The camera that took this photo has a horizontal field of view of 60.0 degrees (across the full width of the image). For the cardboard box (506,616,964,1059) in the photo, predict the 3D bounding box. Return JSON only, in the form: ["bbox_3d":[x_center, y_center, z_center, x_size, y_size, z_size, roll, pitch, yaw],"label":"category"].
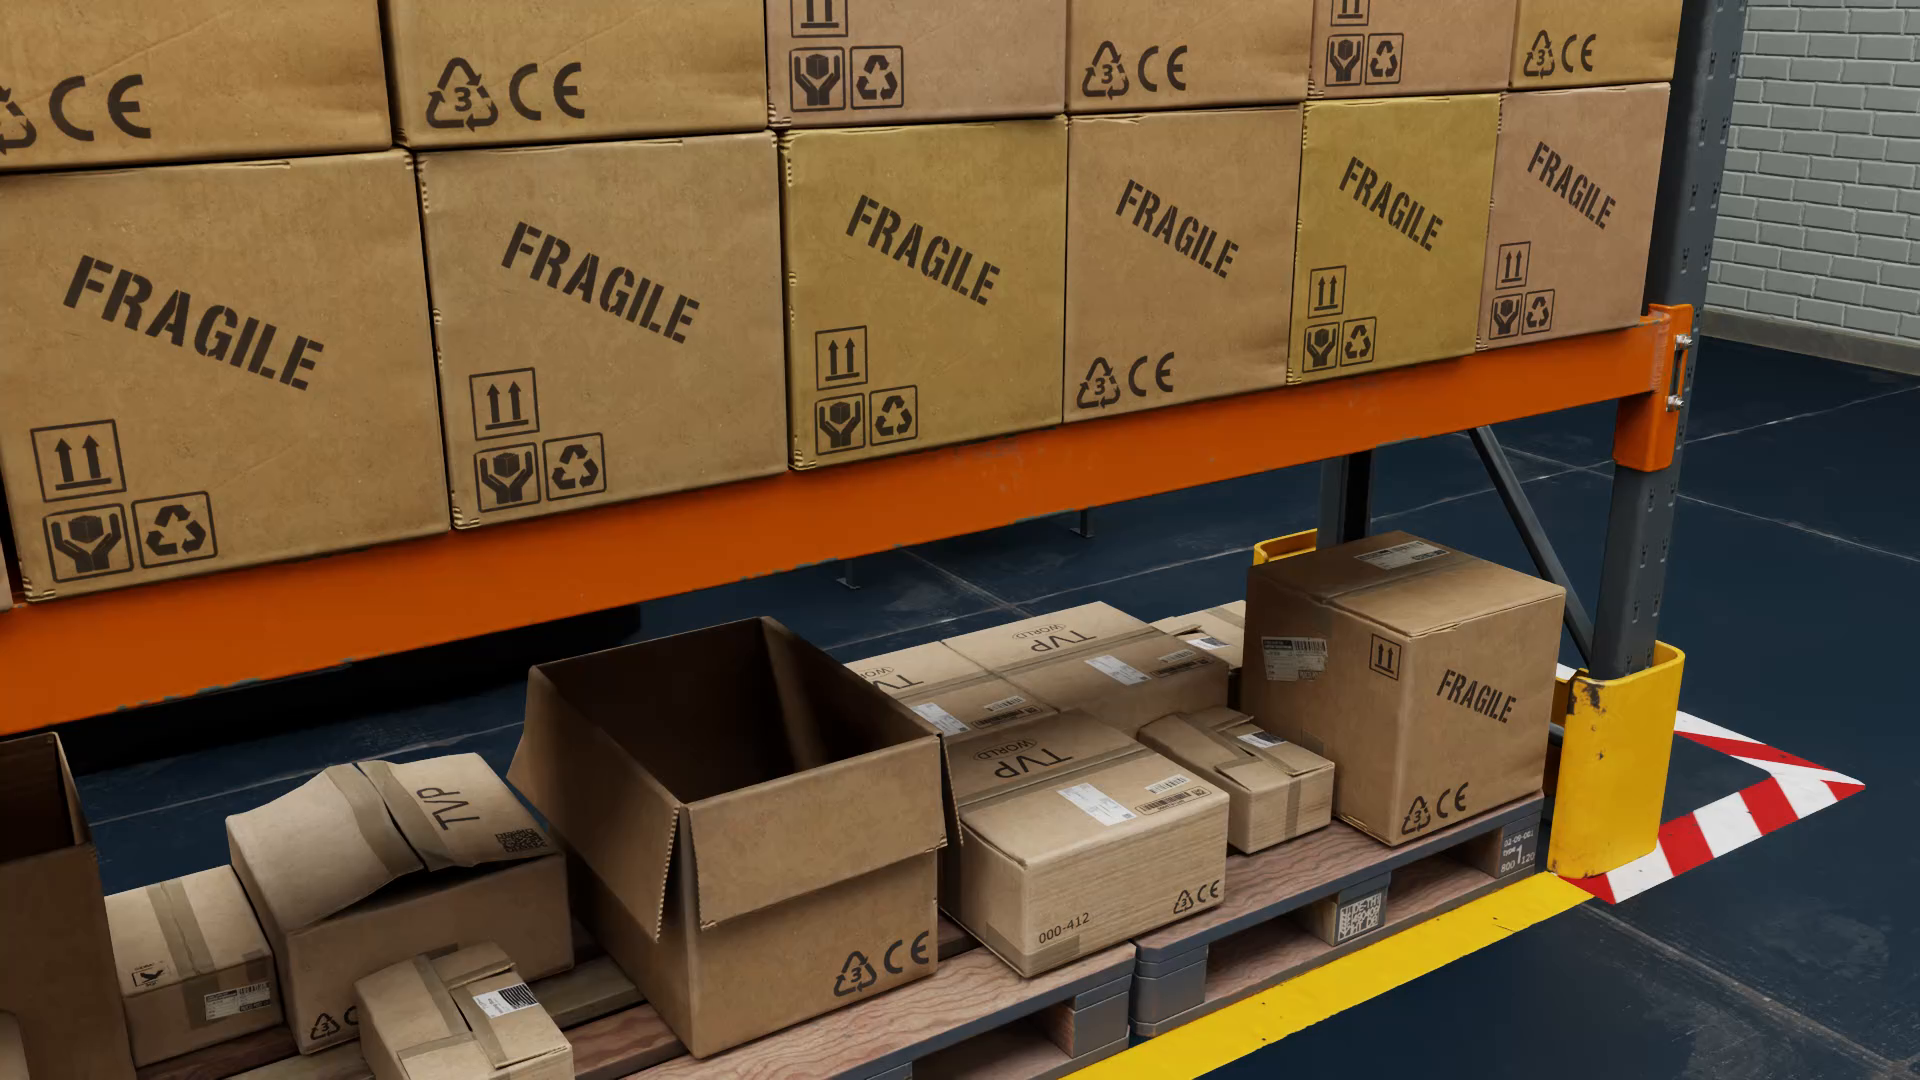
[{"bbox_3d":[-0.453,0.528,3.209,0.637,0.503,0.797,-12,22,-31],"label":"cardboard box"}]

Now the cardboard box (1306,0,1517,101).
[{"bbox_3d":[0.680,-1.098,3.091,0.500,0.500,0.500,-11,22,-30],"label":"cardboard box"}]

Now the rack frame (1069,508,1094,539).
[{"bbox_3d":[0.353,-0.785,6.225,0.032,1.500,0.500,-12,22,-31],"label":"rack frame"}]

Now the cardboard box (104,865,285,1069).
[{"bbox_3d":[-1.419,0.770,3.047,0.250,0.149,0.380,-12,22,-31],"label":"cardboard box"}]

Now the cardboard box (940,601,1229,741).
[{"bbox_3d":[0.294,0.384,4.031,0.500,0.250,0.500,-12,22,-31],"label":"cardboard box"}]

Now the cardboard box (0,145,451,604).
[{"bbox_3d":[-1.018,-0.269,2.200,0.500,0.500,0.500,-11,22,-30],"label":"cardboard box"}]

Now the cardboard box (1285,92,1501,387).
[{"bbox_3d":[0.666,-0.621,3.243,0.500,0.500,0.500,-12,22,-31],"label":"cardboard box"}]

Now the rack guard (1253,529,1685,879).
[{"bbox_3d":[1.258,0.380,4.342,0.348,0.500,1.175,-12,22,-31],"label":"rack guard"}]

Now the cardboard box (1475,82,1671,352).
[{"bbox_3d":[1.097,-0.714,3.516,0.500,0.500,0.500,-11,22,-30],"label":"cardboard box"}]

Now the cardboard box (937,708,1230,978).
[{"bbox_3d":[0.193,0.597,3.401,0.500,0.250,0.500,-12,22,-31],"label":"cardboard box"}]

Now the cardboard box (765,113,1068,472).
[{"bbox_3d":[-0.175,-0.446,2.725,0.500,0.500,0.500,-12,22,-32],"label":"cardboard box"}]

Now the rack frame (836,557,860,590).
[{"bbox_3d":[-0.496,-0.606,5.695,0.032,1.500,0.500,-12,22,-31],"label":"rack frame"}]

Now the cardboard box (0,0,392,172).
[{"bbox_3d":[-1.040,-0.733,2.013,0.500,0.500,0.500,-13,22,-33],"label":"cardboard box"}]

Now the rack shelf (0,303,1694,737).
[{"bbox_3d":[-0.349,-0.125,3.054,4.000,0.370,1.077,-12,22,-31],"label":"rack shelf"}]

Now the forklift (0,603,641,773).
[{"bbox_3d":[-2.531,-0.932,4.424,3.031,2.935,1.130,-11,21,-29],"label":"forklift"}]

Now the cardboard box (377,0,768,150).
[{"bbox_3d":[-0.611,-0.824,2.280,0.500,0.500,0.500,-13,22,-33],"label":"cardboard box"}]

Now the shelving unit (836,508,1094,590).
[{"bbox_3d":[-0.071,-0.695,5.960,1.048,1.500,0.538,-12,22,-31],"label":"shelving unit"}]

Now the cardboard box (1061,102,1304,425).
[{"bbox_3d":[0.246,-0.535,2.987,0.500,0.500,0.500,-12,22,-31],"label":"cardboard box"}]

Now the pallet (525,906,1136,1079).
[{"bbox_3d":[-0.425,0.871,3.340,1.213,0.211,1.003,-12,22,-31],"label":"pallet"}]

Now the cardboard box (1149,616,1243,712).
[{"bbox_3d":[0.574,0.342,4.288,0.250,0.166,0.380,-12,22,-31],"label":"cardboard box"}]

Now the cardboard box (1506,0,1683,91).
[{"bbox_3d":[1.101,-1.187,3.355,0.500,0.500,0.500,-12,22,-32],"label":"cardboard box"}]

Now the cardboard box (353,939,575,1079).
[{"bbox_3d":[-0.833,0.849,2.786,0.250,0.166,0.380,-12,22,-31],"label":"cardboard box"}]

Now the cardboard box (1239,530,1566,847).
[{"bbox_3d":[1.003,0.319,3.832,0.500,0.500,0.500,-12,22,-31],"label":"cardboard box"}]

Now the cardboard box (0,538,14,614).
[{"bbox_3d":[-1.444,-0.178,1.931,0.500,0.500,0.500,-11,22,-30],"label":"cardboard box"}]

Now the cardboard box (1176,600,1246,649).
[{"bbox_3d":[0.783,0.306,4.421,0.250,0.149,0.380,-12,22,-31],"label":"cardboard box"}]

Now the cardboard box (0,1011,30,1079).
[{"bbox_3d":[-1.550,0.936,2.304,0.500,0.311,0.500,-12,22,-31],"label":"cardboard box"}]

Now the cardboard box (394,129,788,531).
[{"bbox_3d":[-0.599,-0.356,2.459,0.500,0.500,0.500,-12,22,-32],"label":"cardboard box"}]

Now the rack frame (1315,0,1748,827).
[{"bbox_3d":[1.322,-0.818,3.981,0.127,3.000,1.000,-12,22,-31],"label":"rack frame"}]

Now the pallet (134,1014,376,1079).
[{"bbox_3d":[-1.445,1.087,2.700,1.213,0.211,1.003,-12,22,-31],"label":"pallet"}]

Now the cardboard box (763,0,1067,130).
[{"bbox_3d":[-0.180,-0.915,2.550,0.500,0.500,0.500,-11,22,-30],"label":"cardboard box"}]

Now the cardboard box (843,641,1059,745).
[{"bbox_3d":[-0.124,0.472,3.771,0.500,0.250,0.500,-12,22,-31],"label":"cardboard box"}]

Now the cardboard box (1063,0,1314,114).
[{"bbox_3d":[0.249,-1.005,2.817,0.500,0.500,0.500,-11,22,-30],"label":"cardboard box"}]

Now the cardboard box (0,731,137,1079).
[{"bbox_3d":[-1.699,0.686,2.748,0.500,0.500,0.500,-12,22,-31],"label":"cardboard box"}]

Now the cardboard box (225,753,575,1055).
[{"bbox_3d":[-1.073,0.644,3.169,0.500,0.311,0.500,-12,22,-31],"label":"cardboard box"}]

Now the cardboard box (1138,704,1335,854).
[{"bbox_3d":[0.615,0.525,3.746,0.250,0.166,0.380,-12,22,-31],"label":"cardboard box"}]

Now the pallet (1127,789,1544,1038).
[{"bbox_3d":[0.593,0.657,3.972,1.213,0.211,1.003,-12,22,-31],"label":"pallet"}]
